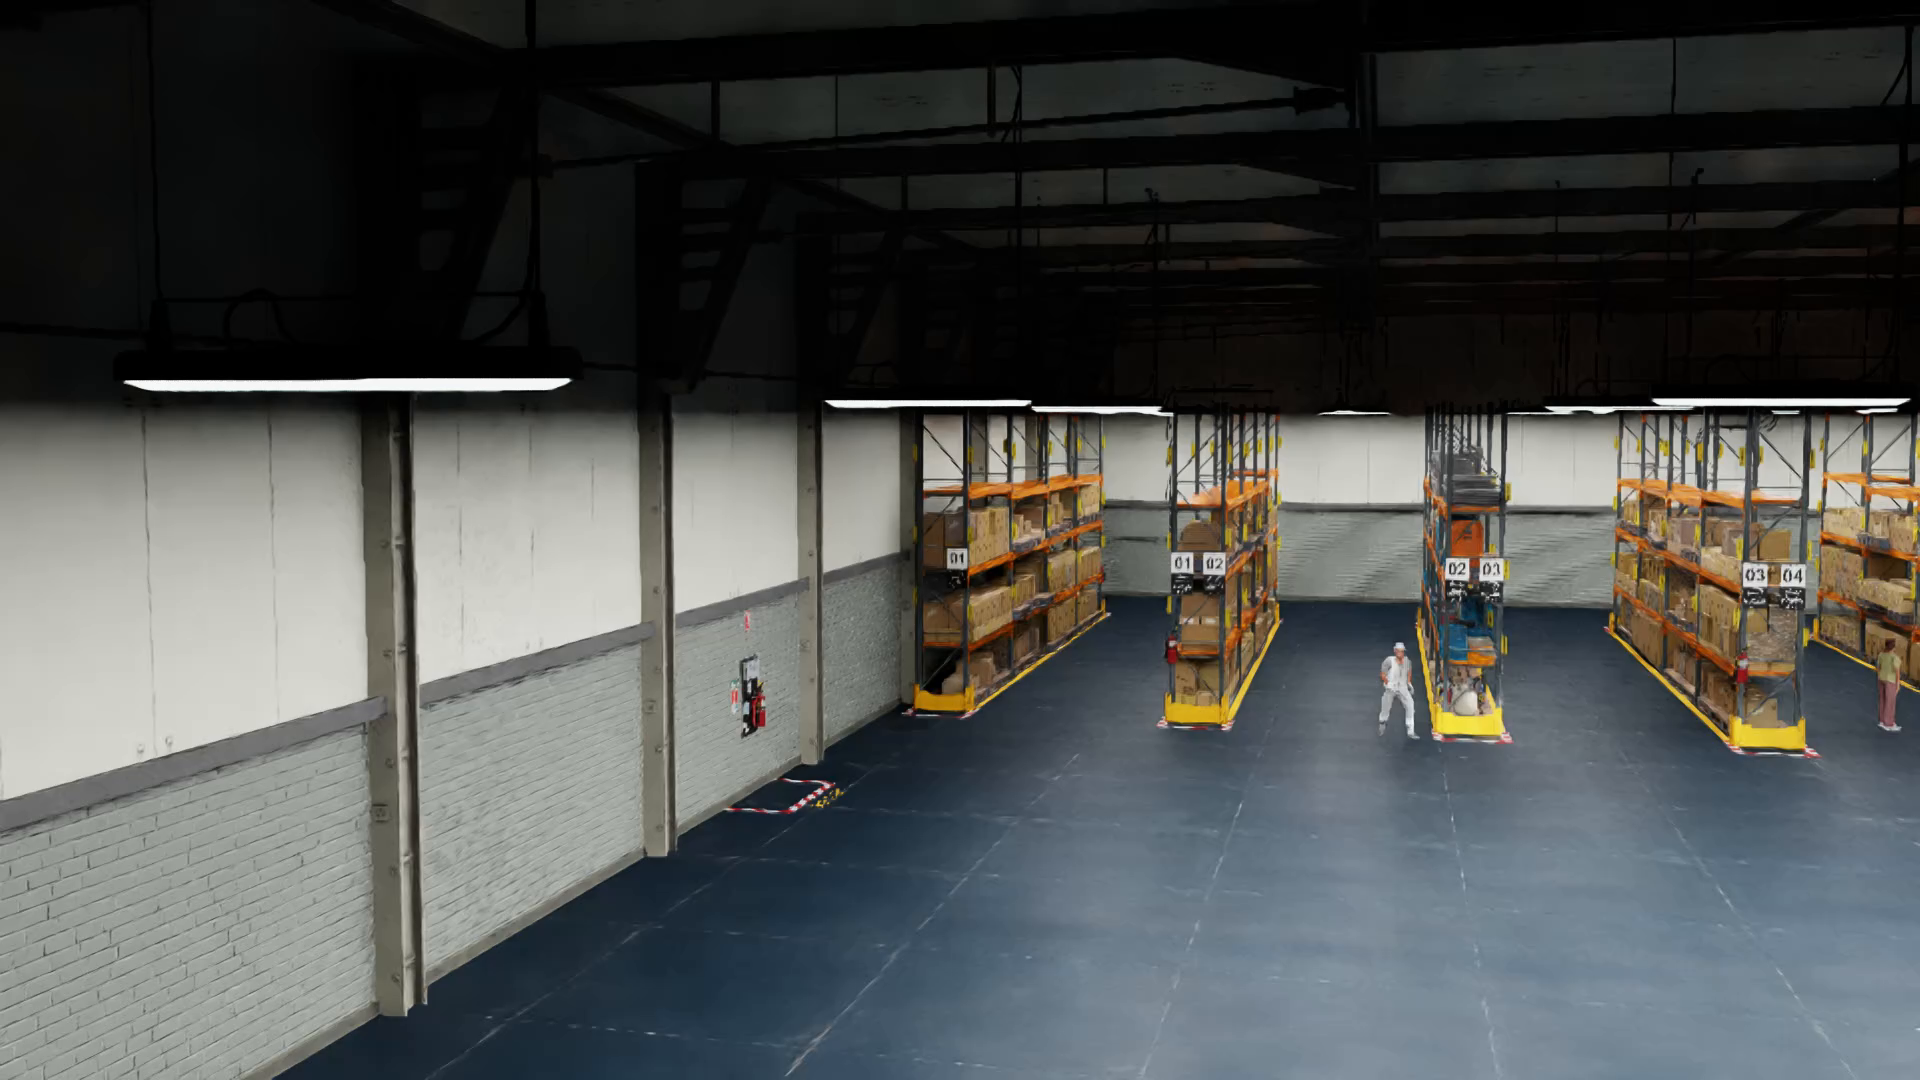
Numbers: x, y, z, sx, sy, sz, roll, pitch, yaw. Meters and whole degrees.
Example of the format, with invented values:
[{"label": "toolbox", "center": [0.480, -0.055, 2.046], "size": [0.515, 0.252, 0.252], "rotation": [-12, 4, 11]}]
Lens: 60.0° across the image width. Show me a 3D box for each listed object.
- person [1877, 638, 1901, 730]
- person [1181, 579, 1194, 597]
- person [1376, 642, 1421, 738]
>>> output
[{"label": "person", "center": [17.063, 2.622, 30.481], "size": [0.439, 1.675, 0.498], "rotation": [-1, 4, -15]}, {"label": "person", "center": [6.265, 1.483, 45.325], "size": [0.492, 1.768, 0.628], "rotation": [-1, 4, -14]}, {"label": "person", "center": [7.805, 2.660, 29.705], "size": [0.675, 1.720, 0.842], "rotation": [0, 4, -3]}]
